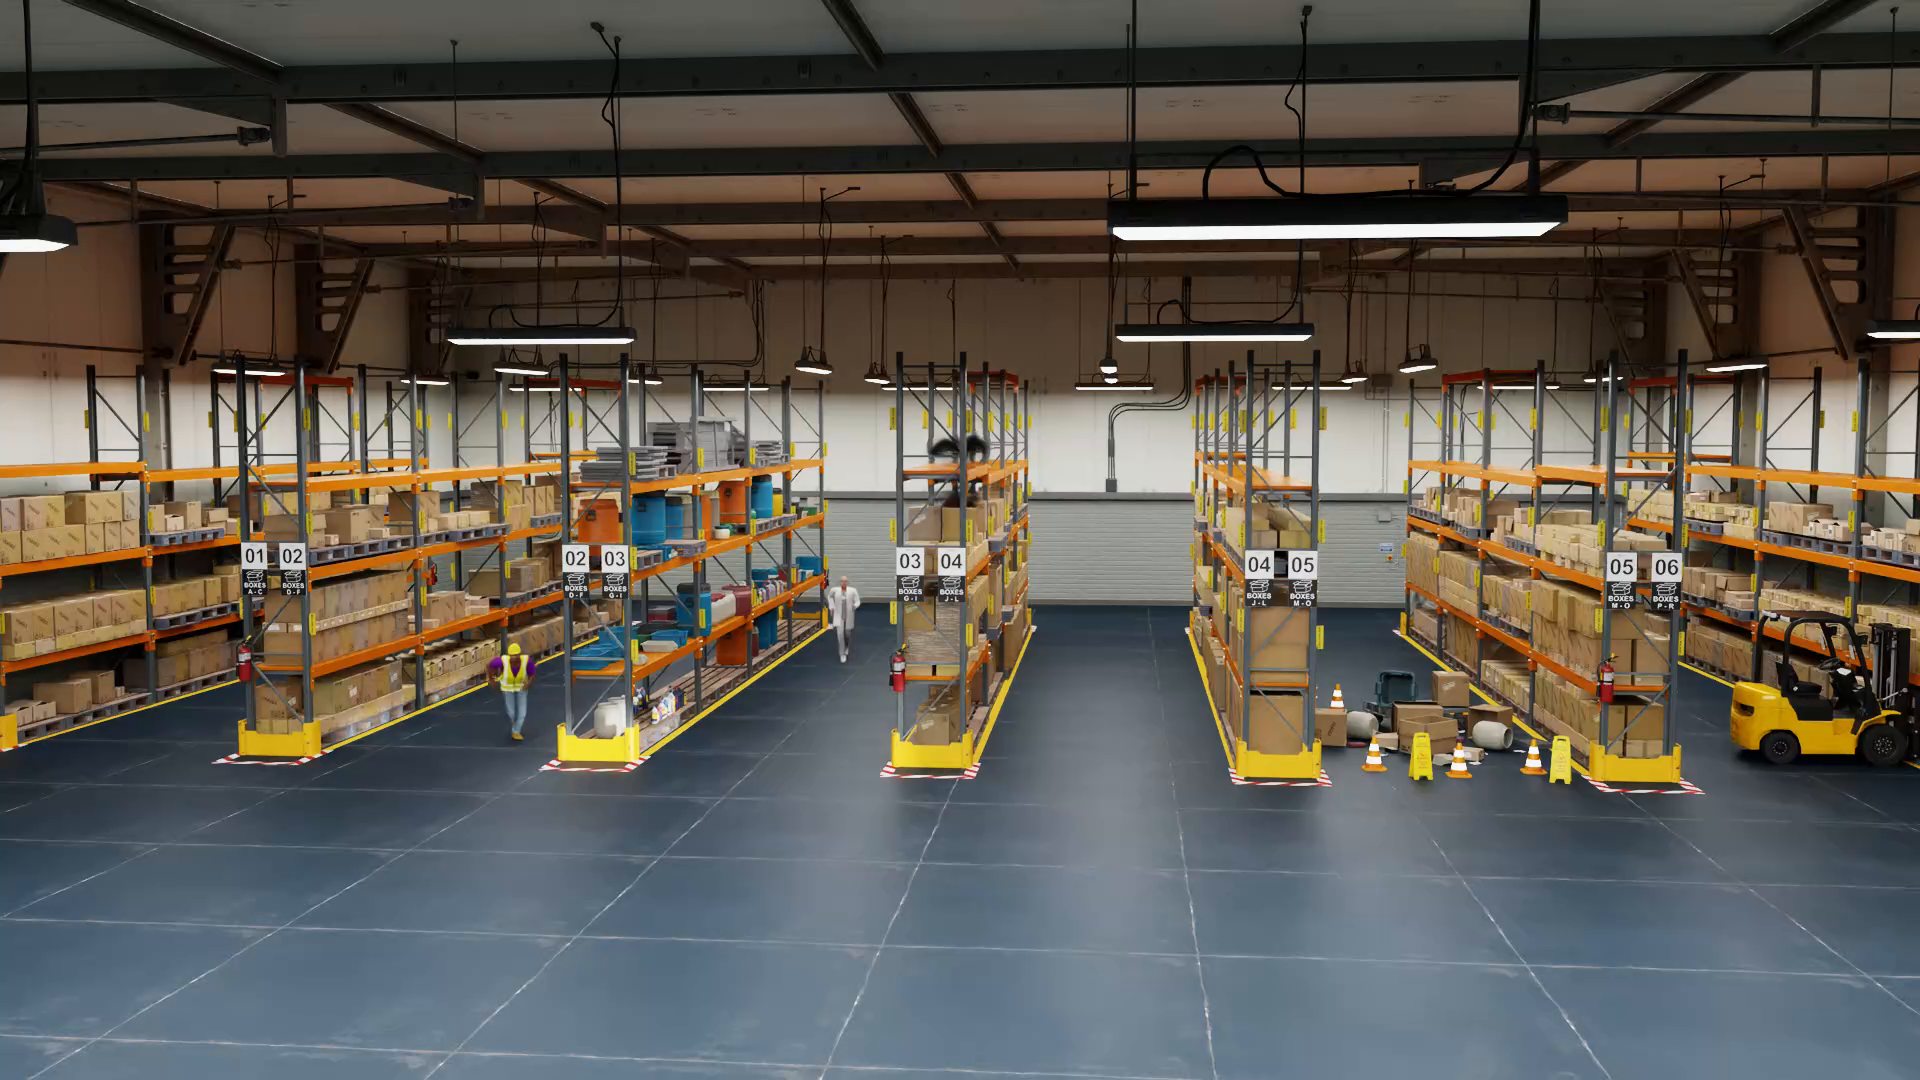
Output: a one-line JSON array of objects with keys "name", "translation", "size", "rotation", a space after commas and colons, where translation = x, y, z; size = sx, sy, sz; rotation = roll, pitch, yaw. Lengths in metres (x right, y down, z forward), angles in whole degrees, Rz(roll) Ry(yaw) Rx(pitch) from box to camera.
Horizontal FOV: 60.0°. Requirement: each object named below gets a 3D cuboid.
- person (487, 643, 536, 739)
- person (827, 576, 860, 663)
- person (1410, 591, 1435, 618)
[{"name": "person", "translation": [-7.011, 2.372, 26.011], "size": [0.737, 1.573, 0.837], "rotation": [-1, 4, -15]}, {"name": "person", "translation": [-2.444, 1.634, 34.997], "size": [0.676, 1.782, 1.034], "rotation": [-1, 4, -7]}, {"name": "person", "translation": [11.364, 1.230, 41.069], "size": [0.956, 1.647, 0.577], "rotation": [0, 4, -7]}]
